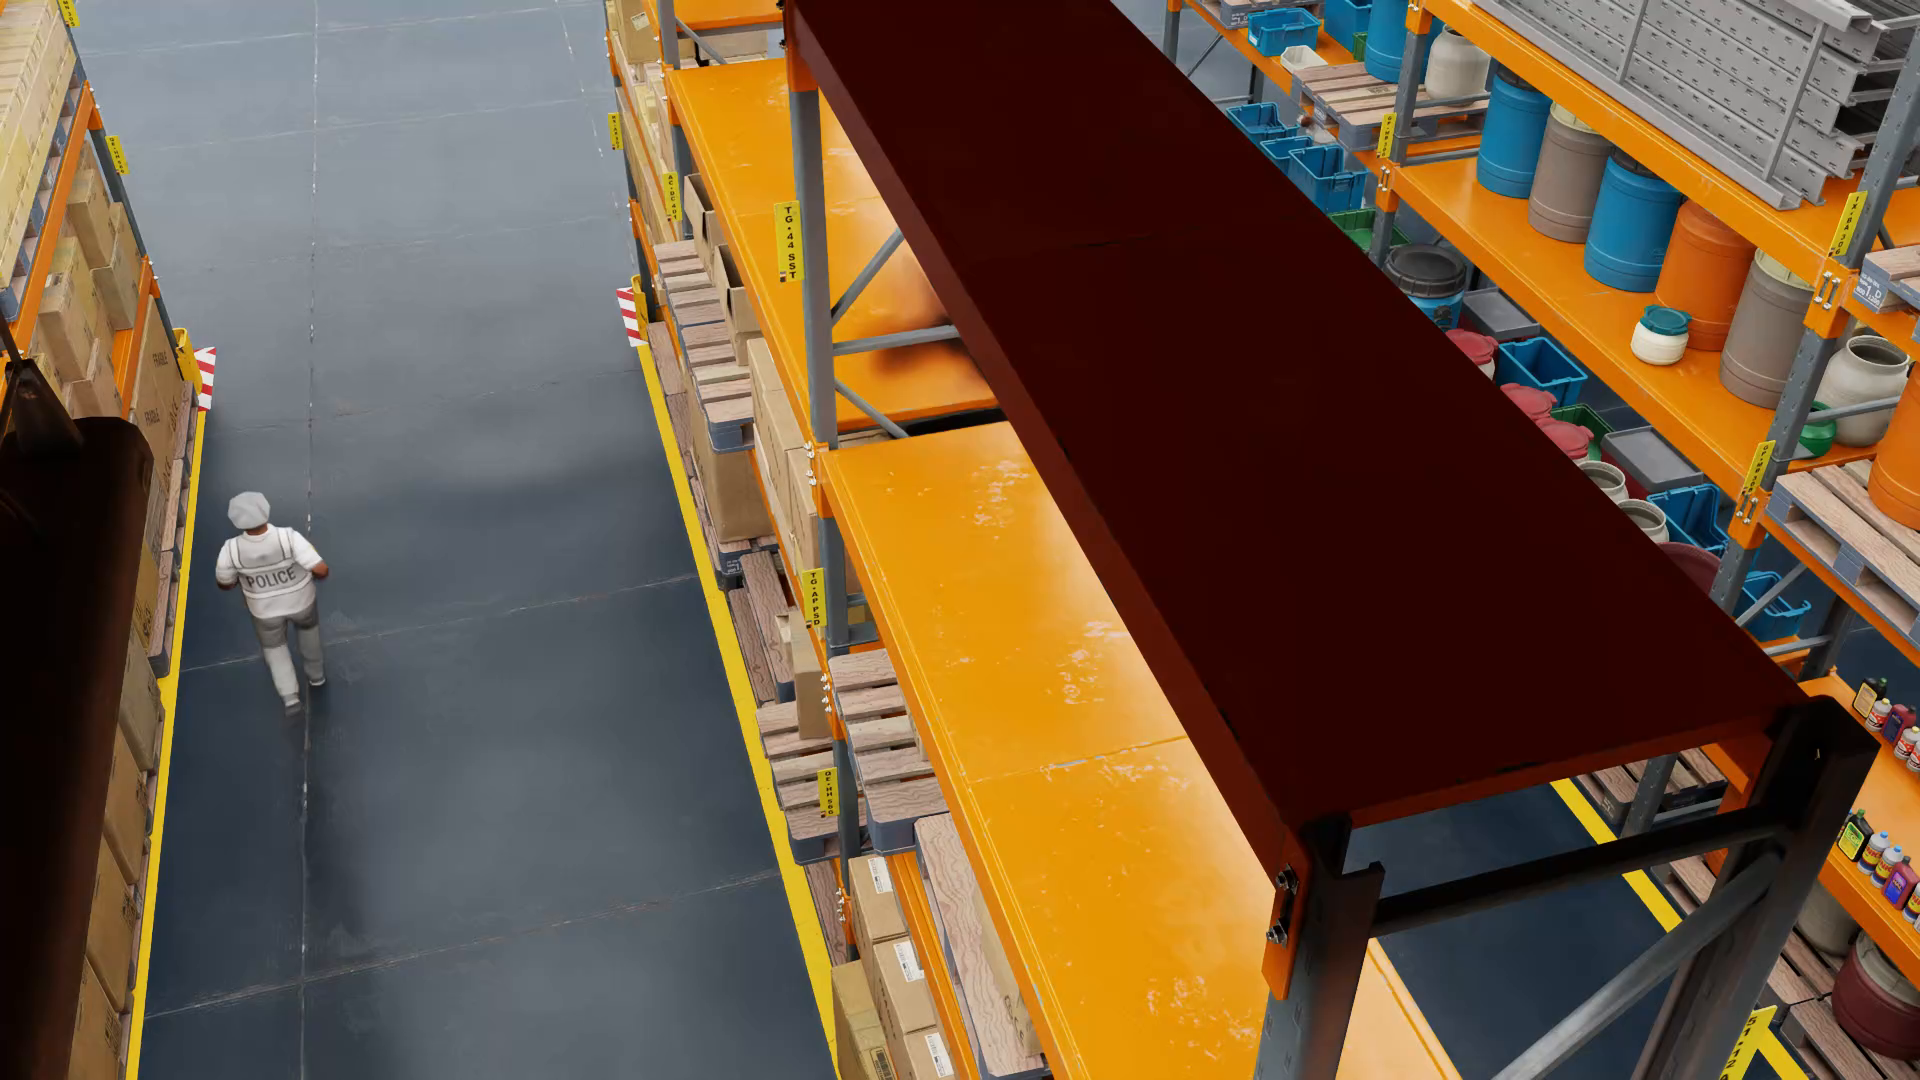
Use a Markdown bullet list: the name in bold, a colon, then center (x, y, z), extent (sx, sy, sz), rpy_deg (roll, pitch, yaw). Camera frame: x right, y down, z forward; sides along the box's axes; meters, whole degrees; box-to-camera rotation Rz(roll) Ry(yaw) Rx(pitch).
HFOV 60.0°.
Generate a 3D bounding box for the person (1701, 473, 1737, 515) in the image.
- **person**: center (5.369, -0.309, 11.863), extent (0.575, 1.631, 0.941), rpy_deg (-11, 40, -14)

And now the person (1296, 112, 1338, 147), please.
- **person**: center (3.597, -3.950, 16.378), extent (0.660, 1.782, 0.942), rpy_deg (-26, 45, -29)

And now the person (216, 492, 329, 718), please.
- **person**: center (-4.416, 0.391, 10.833), extent (0.675, 1.739, 0.825), rpy_deg (-14, 41, -17)
